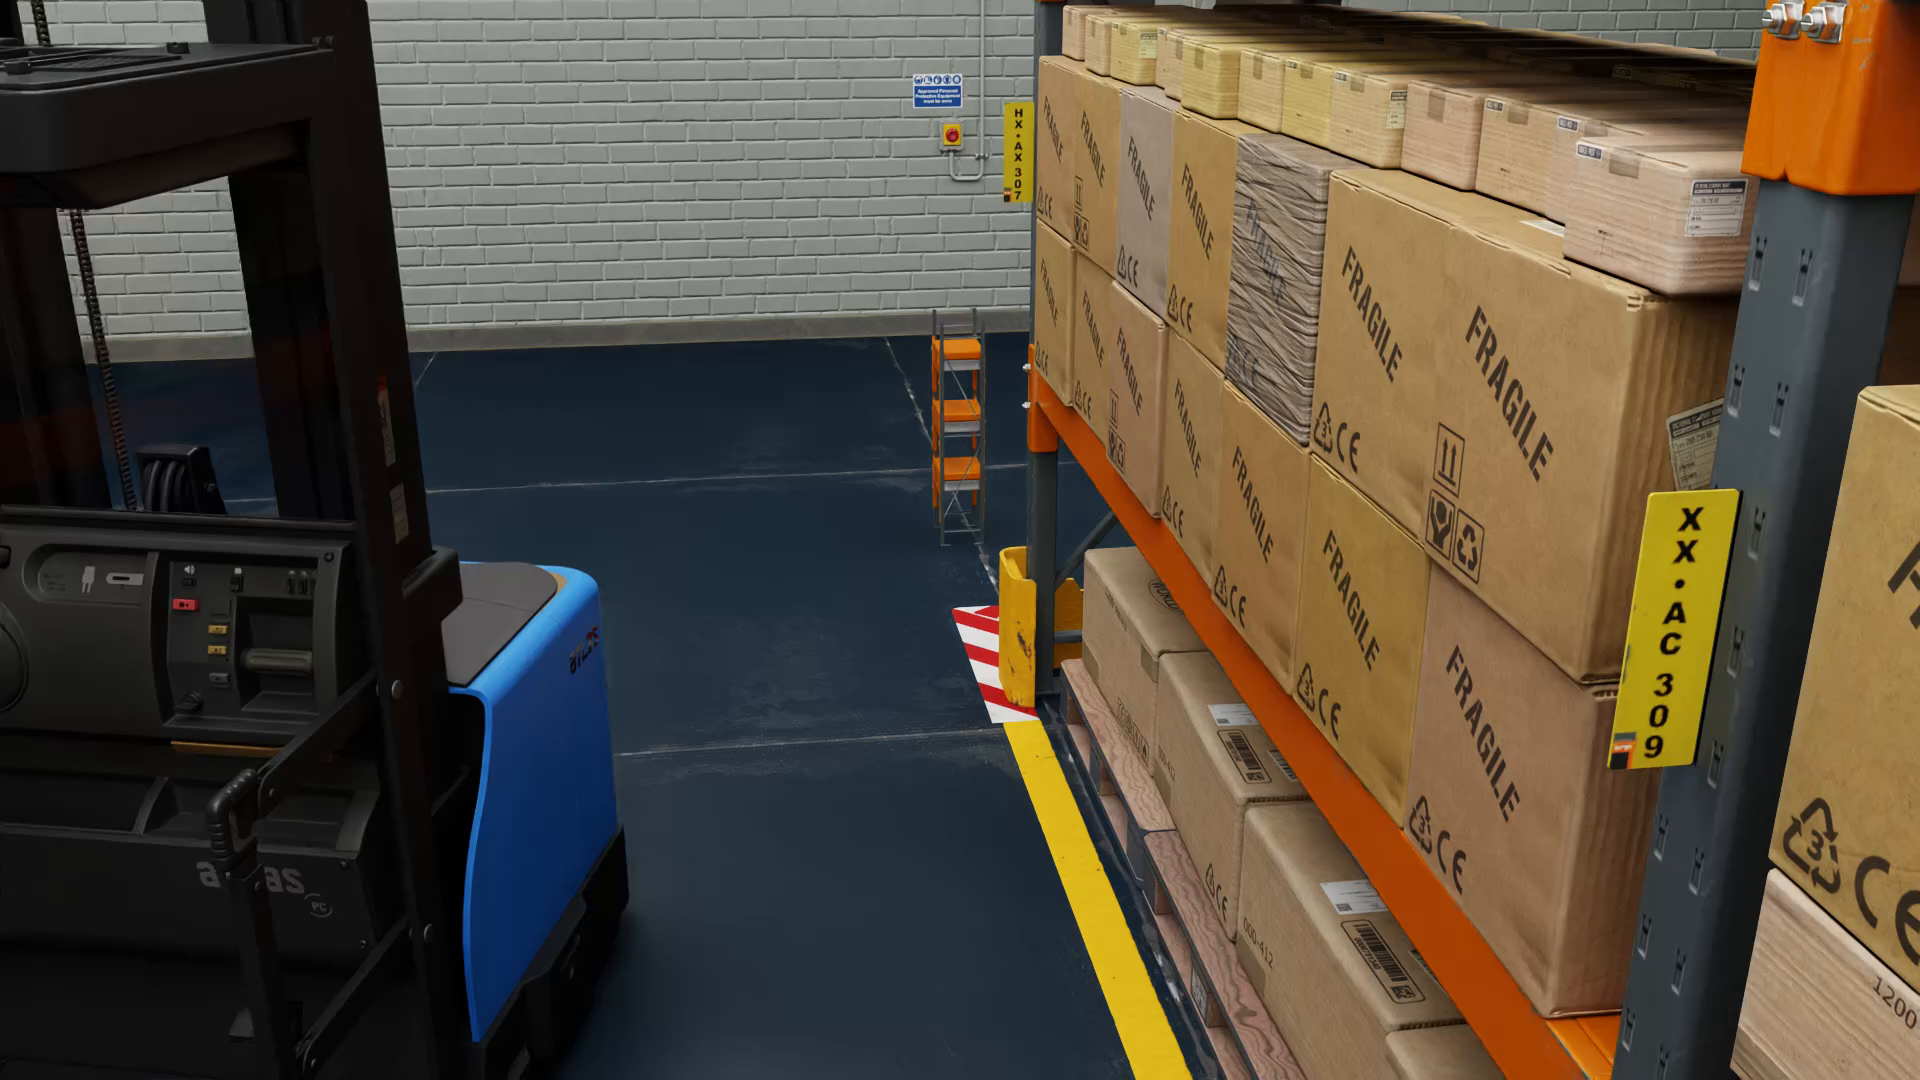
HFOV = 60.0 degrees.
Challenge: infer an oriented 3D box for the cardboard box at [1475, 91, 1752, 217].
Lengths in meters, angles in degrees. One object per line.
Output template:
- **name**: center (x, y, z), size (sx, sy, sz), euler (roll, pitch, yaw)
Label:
- **cardboard box**: center (1.006, -0.578, 2.477), size (0.380, 0.149, 0.250), euler (-3, 21, -8)

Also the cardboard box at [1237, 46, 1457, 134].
- **cardboard box**: center (0.791, -0.924, 3.405), size (0.380, 0.149, 0.250), euler (-3, 21, -8)

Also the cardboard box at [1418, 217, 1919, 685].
- **cardboard box**: center (0.981, -0.149, 2.257), size (0.500, 0.500, 0.500), euler (-3, 21, -8)

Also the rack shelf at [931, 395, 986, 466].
- **rack shelf**: center (-0.008, -0.500, 7.586), size (0.215, 0.259, 0.240), euler (-3, 21, -8)

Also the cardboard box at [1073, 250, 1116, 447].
- **cardboard box**: center (0.631, -0.562, 4.791), size (0.500, 0.500, 0.500), euler (-3, 21, -9)

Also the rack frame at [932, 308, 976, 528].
- **rack frame**: center (-0.025, -0.553, 7.695), size (0.200, 1.050, 0.008), euler (-3, 21, -8)

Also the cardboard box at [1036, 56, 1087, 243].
- **cardboard box**: center (0.533, -1.204, 5.081), size (0.500, 0.500, 0.500), euler (-3, 21, -9)

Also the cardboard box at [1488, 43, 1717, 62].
- **cardboard box**: center (1.332, -0.954, 3.485), size (0.380, 0.149, 0.250), euler (-3, 21, -8)

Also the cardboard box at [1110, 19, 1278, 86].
- **cardboard box**: center (0.611, -1.279, 4.353), size (0.380, 0.149, 0.250), euler (-4, 21, -10)

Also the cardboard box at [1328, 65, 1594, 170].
- **cardboard box**: center (0.880, -0.749, 2.936), size (0.380, 0.149, 0.250), euler (-3, 21, -8)

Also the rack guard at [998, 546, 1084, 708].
- **rack guard**: center (0.742, 0.293, 6.217), size (1.175, 0.500, 0.348), euler (-3, 21, -8)

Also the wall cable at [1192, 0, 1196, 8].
- **wall cable**: center (1.311, -3.372, 11.005), size (0.588, 1.984, 0.122), euler (-3, 21, -8)

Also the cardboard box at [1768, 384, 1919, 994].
- **cardboard box**: center (1.101, 0.167, 1.410), size (0.500, 0.500, 0.500), euler (-3, 21, -7)

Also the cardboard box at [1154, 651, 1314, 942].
- **cardboard box**: center (1.080, 0.674, 4.686), size (0.875, 0.438, 0.875), euler (-2, 21, -6)

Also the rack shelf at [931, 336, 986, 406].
- **rack shelf**: center (-0.008, -0.766, 7.486), size (0.215, 0.259, 0.240), euler (-3, 21, -8)

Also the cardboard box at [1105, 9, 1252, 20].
- **cardboard box**: center (0.631, -1.465, 4.851), size (0.380, 0.149, 0.250), euler (-2, 21, -6)

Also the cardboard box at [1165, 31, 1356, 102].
- **cardboard box**: center (0.695, -1.102, 3.880), size (0.380, 0.149, 0.250), euler (-3, 21, -7)

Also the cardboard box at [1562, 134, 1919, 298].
- **cardboard box**: center (0.963, -0.394, 1.985), size (0.380, 0.149, 0.250), euler (-3, 21, -9)

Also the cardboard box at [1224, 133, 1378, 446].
- **cardboard box**: center (0.833, -0.501, 3.199), size (0.500, 0.500, 0.500), euler (-3, 21, -7)

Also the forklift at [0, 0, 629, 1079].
- **forklift**: center (-1.658, 0.193, 3.011), size (1.130, 2.935, 3.031), euler (3, 21, 7)

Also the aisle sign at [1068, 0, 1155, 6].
- **aisle sign**: center (0.448, -2.098, 5.330), size (0.394, 0.787, 0.004), euler (-3, 21, -8)

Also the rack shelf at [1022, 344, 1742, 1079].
- **rack shelf**: center (1.034, 0.160, 4.029), size (1.077, 0.370, 4.000), euler (-3, 21, -8)

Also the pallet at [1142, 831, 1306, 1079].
- **pallet**: center (1.111, 1.131, 4.386), size (1.003, 0.211, 1.213), euler (-3, 21, -8)

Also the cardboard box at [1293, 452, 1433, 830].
- **cardboard box**: center (0.922, 0.143, 2.903), size (0.500, 0.500, 0.500), euler (-3, 21, -9)

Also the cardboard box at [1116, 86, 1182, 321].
- **cardboard box**: center (0.696, -0.848, 4.127), size (0.500, 0.500, 0.500), euler (-3, 21, -8)

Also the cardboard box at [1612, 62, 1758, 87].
- **cardboard box**: center (1.417, -0.783, 3.026), size (0.380, 0.149, 0.250), euler (-4, 21, -9)

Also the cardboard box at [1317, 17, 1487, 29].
- **cardboard box**: center (1.172, -1.313, 4.446), size (0.380, 0.149, 0.250), euler (-2, 21, -7)

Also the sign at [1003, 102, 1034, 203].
- **sign**: center (0.195, -1.286, 5.522), size (0.100, 0.325, 0.005), euler (-3, 21, -8)

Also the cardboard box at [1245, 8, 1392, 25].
- **cardboard box**: center (1.056, -1.488, 4.913), size (0.380, 0.149, 0.250), euler (-3, 21, -7)

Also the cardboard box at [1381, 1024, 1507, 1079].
- **cardboard box**: center (1.338, 1.296, 3.020), size (0.875, 0.438, 0.875), euler (-3, 21, -9)

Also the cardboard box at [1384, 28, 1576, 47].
- **cardboard box**: center (1.233, -1.135, 3.970), size (0.380, 0.149, 0.250), euler (-2, 21, -6)

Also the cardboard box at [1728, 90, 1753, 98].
- **cardboard box**: center (1.402, -0.600, 2.537), size (0.380, 0.149, 0.250), euler (-3, 21, -8)

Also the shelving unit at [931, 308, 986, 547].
- **shelving unit**: center (-0.008, -0.510, 7.582), size (0.215, 1.050, 0.252), euler (-3, 21, -8)

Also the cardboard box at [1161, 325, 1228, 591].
- **cardboard box**: center (0.775, -0.212, 3.855), size (0.500, 0.500, 0.500), euler (-2, 21, -6)
